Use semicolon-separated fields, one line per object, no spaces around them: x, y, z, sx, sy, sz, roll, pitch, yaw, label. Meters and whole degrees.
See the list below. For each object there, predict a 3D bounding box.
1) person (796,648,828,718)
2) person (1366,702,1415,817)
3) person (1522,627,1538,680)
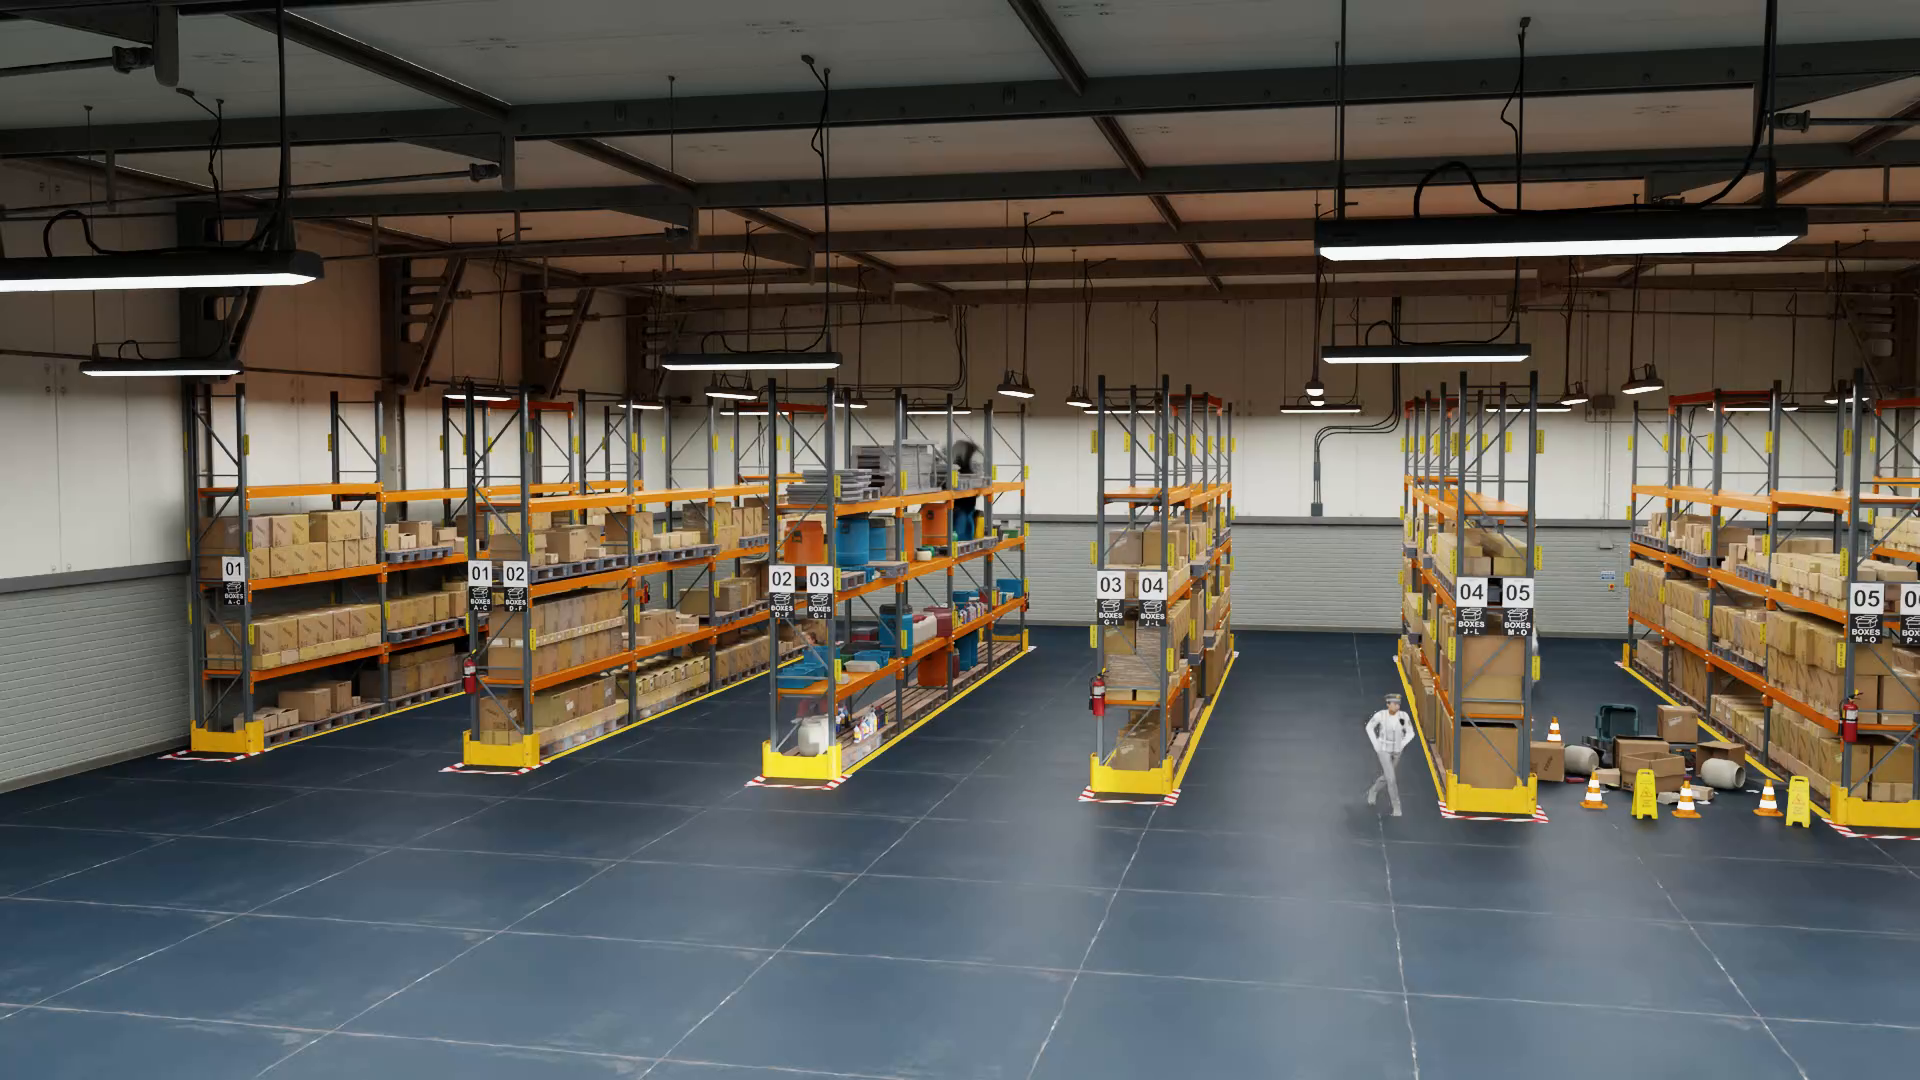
-2.596;2.544;29.785;0.640;1.337;0.450;-1;4;-22;person
5.843;2.890;22.686;0.591;1.629;0.798;0;3;-9;person
11.792;2.268;34.460;0.522;1.350;1.069;0;3;-3;person
